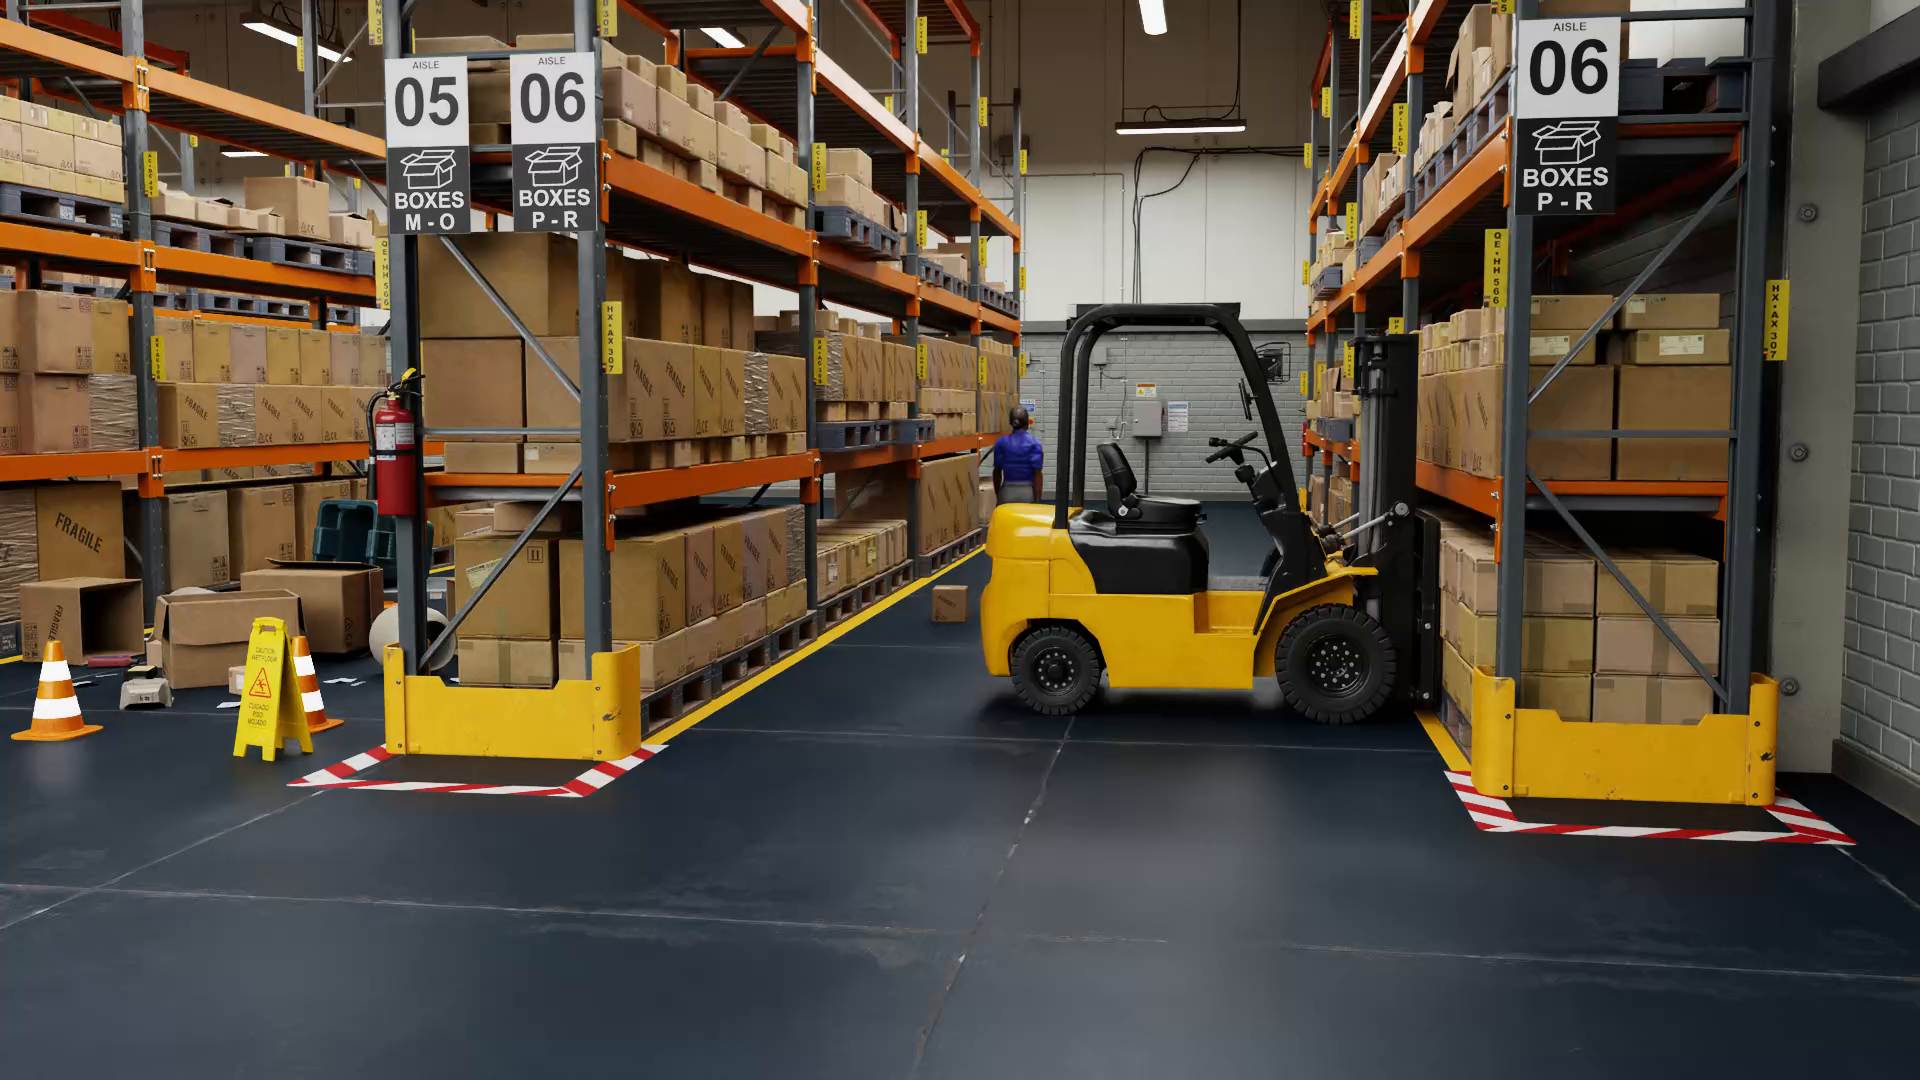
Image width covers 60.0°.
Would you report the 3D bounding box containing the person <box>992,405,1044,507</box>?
[{"bbox_3d":[0.494,-0.341,14.151,0.447,1.604,0.989,1,5,8],"label":"person"}]
